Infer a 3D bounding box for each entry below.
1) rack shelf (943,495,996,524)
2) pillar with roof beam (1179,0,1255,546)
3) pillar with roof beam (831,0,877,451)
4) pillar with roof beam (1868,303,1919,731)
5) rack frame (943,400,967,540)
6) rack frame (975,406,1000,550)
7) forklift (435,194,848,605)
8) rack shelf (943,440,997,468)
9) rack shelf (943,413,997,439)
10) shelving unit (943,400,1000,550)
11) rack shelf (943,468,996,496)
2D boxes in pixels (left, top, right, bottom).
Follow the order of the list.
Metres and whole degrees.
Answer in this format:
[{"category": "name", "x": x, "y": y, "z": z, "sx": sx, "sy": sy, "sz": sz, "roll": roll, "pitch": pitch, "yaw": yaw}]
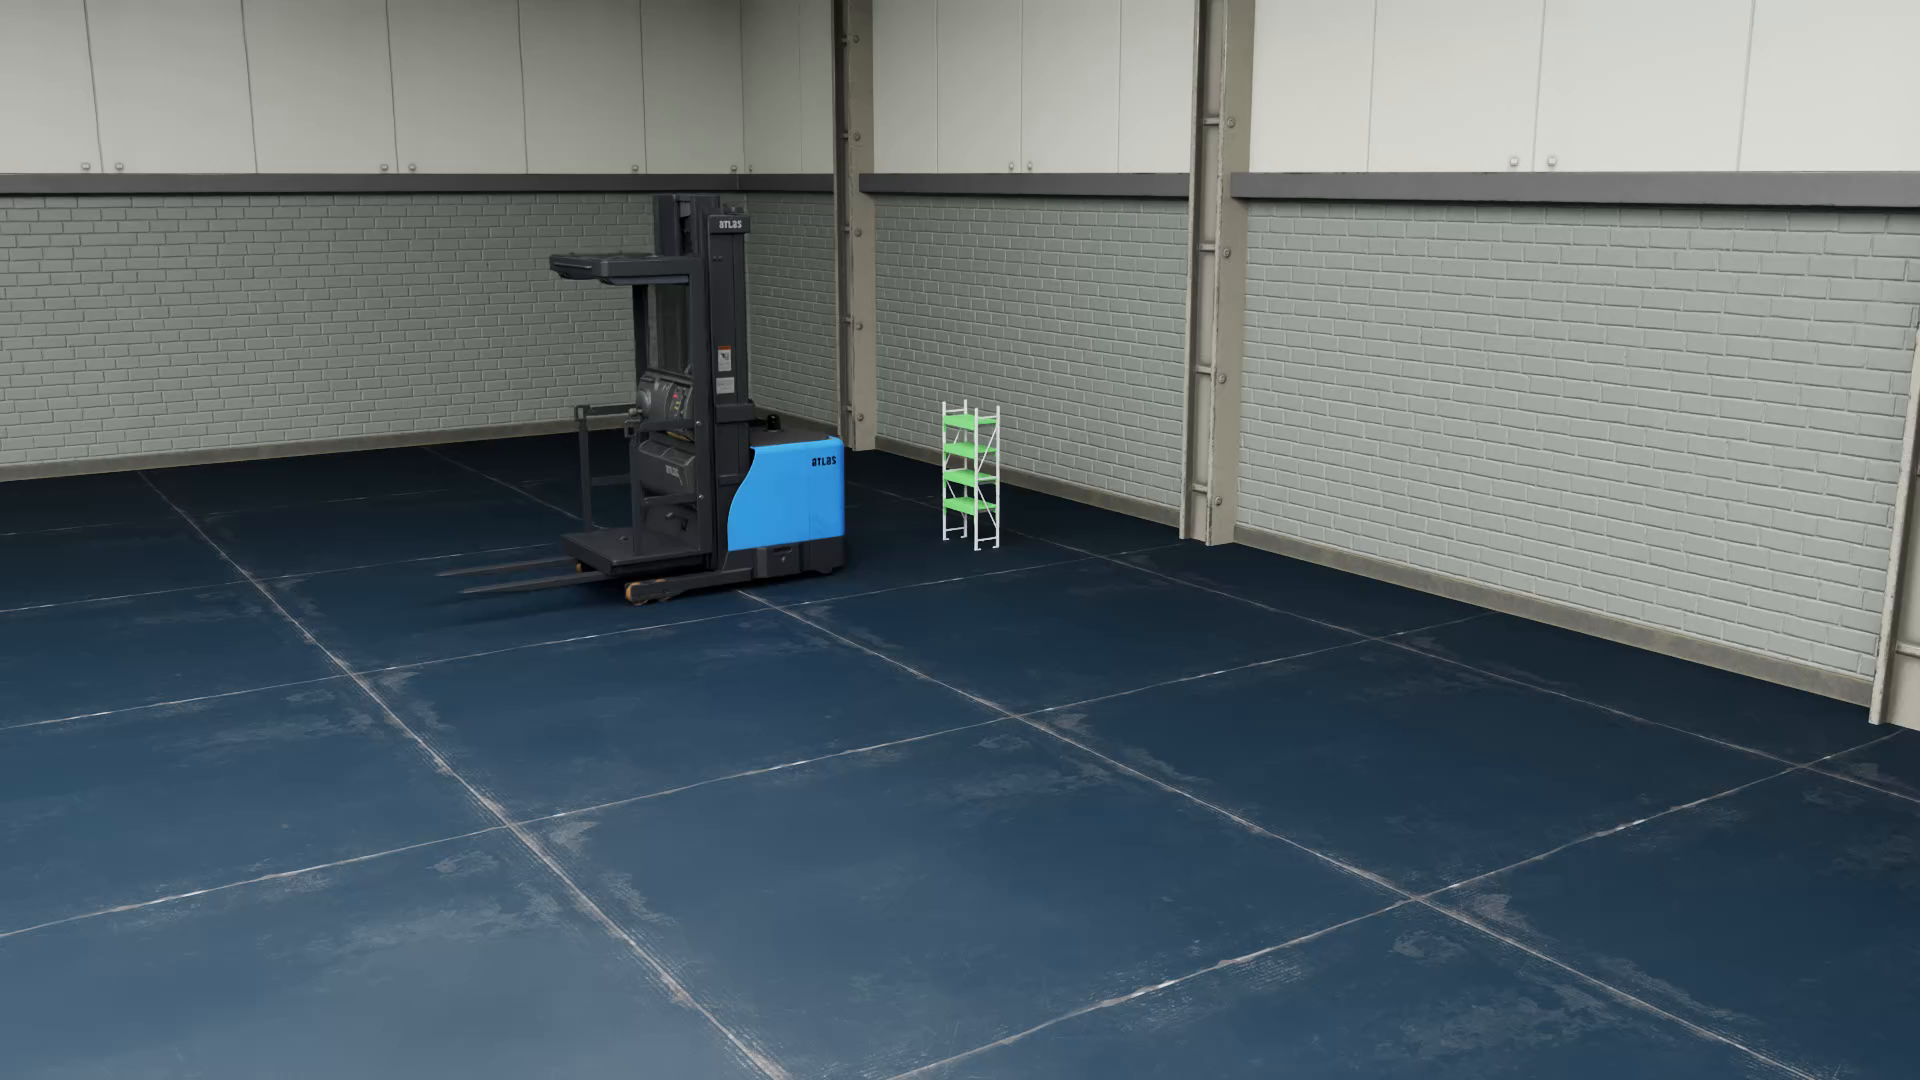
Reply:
[{"category": "rack shelf", "x": 0.092, "y": -0.260, "z": 14.164, "sx": 0.258, "sy": 0.148, "sz": 0.480, "roll": -8, "pitch": 15, "yaw": -33}, {"category": "pillar with roof beam", "x": -1.446, "y": -3.889, "z": 11.080, "sx": 9.100, "sy": 9.000, "sz": 0.400, "roll": -8, "pitch": 15, "yaw": -33}, {"category": "pillar with roof beam", "x": -4.770, "y": -4.956, "z": 15.960, "sx": 9.100, "sy": 9.000, "sz": 0.400, "roll": -8, "pitch": 15, "yaw": -33}, {"category": "pillar with roof beam", "x": 1.879, "y": -2.822, "z": 6.200, "sx": 9.100, "sy": 9.000, "sz": 0.400, "roll": -8, "pitch": 15, "yaw": -33}, {"category": "rack frame", "x": -0.043, "y": -0.600, "z": 14.297, "sx": 0.240, "sy": 1.200, "sz": 0.015, "roll": -8, "pitch": 15, "yaw": -33}, {"category": "rack frame", "x": 0.227, "y": -0.513, "z": 13.901, "sx": 0.240, "sy": 1.200, "sz": 0.015, "roll": -8, "pitch": 15, "yaw": -33}, {"category": "forklift", "x": -2.402, "y": -1.083, "z": 12.452, "sx": 3.031, "sy": 2.935, "sz": 1.130, "roll": -8, "pitch": 15, "yaw": -33}, {"category": "rack shelf", "x": 0.092, "y": -0.729, "z": 14.061, "sx": 0.258, "sy": 0.148, "sz": 0.480, "roll": -8, "pitch": 15, "yaw": -33}, {"category": "rack shelf", "x": 0.092, "y": -0.963, "z": 14.010, "sx": 0.258, "sy": 0.148, "sz": 0.480, "roll": -8, "pitch": 15, "yaw": -33}, {"category": "shelving unit", "x": 0.092, "y": -0.557, "z": 14.099, "sx": 0.258, "sy": 1.200, "sz": 0.503, "roll": -8, "pitch": 15, "yaw": -33}, {"category": "rack shelf", "x": 0.092, "y": -0.494, "z": 14.113, "sx": 0.258, "sy": 0.148, "sz": 0.480, "roll": -8, "pitch": 15, "yaw": -33}]
